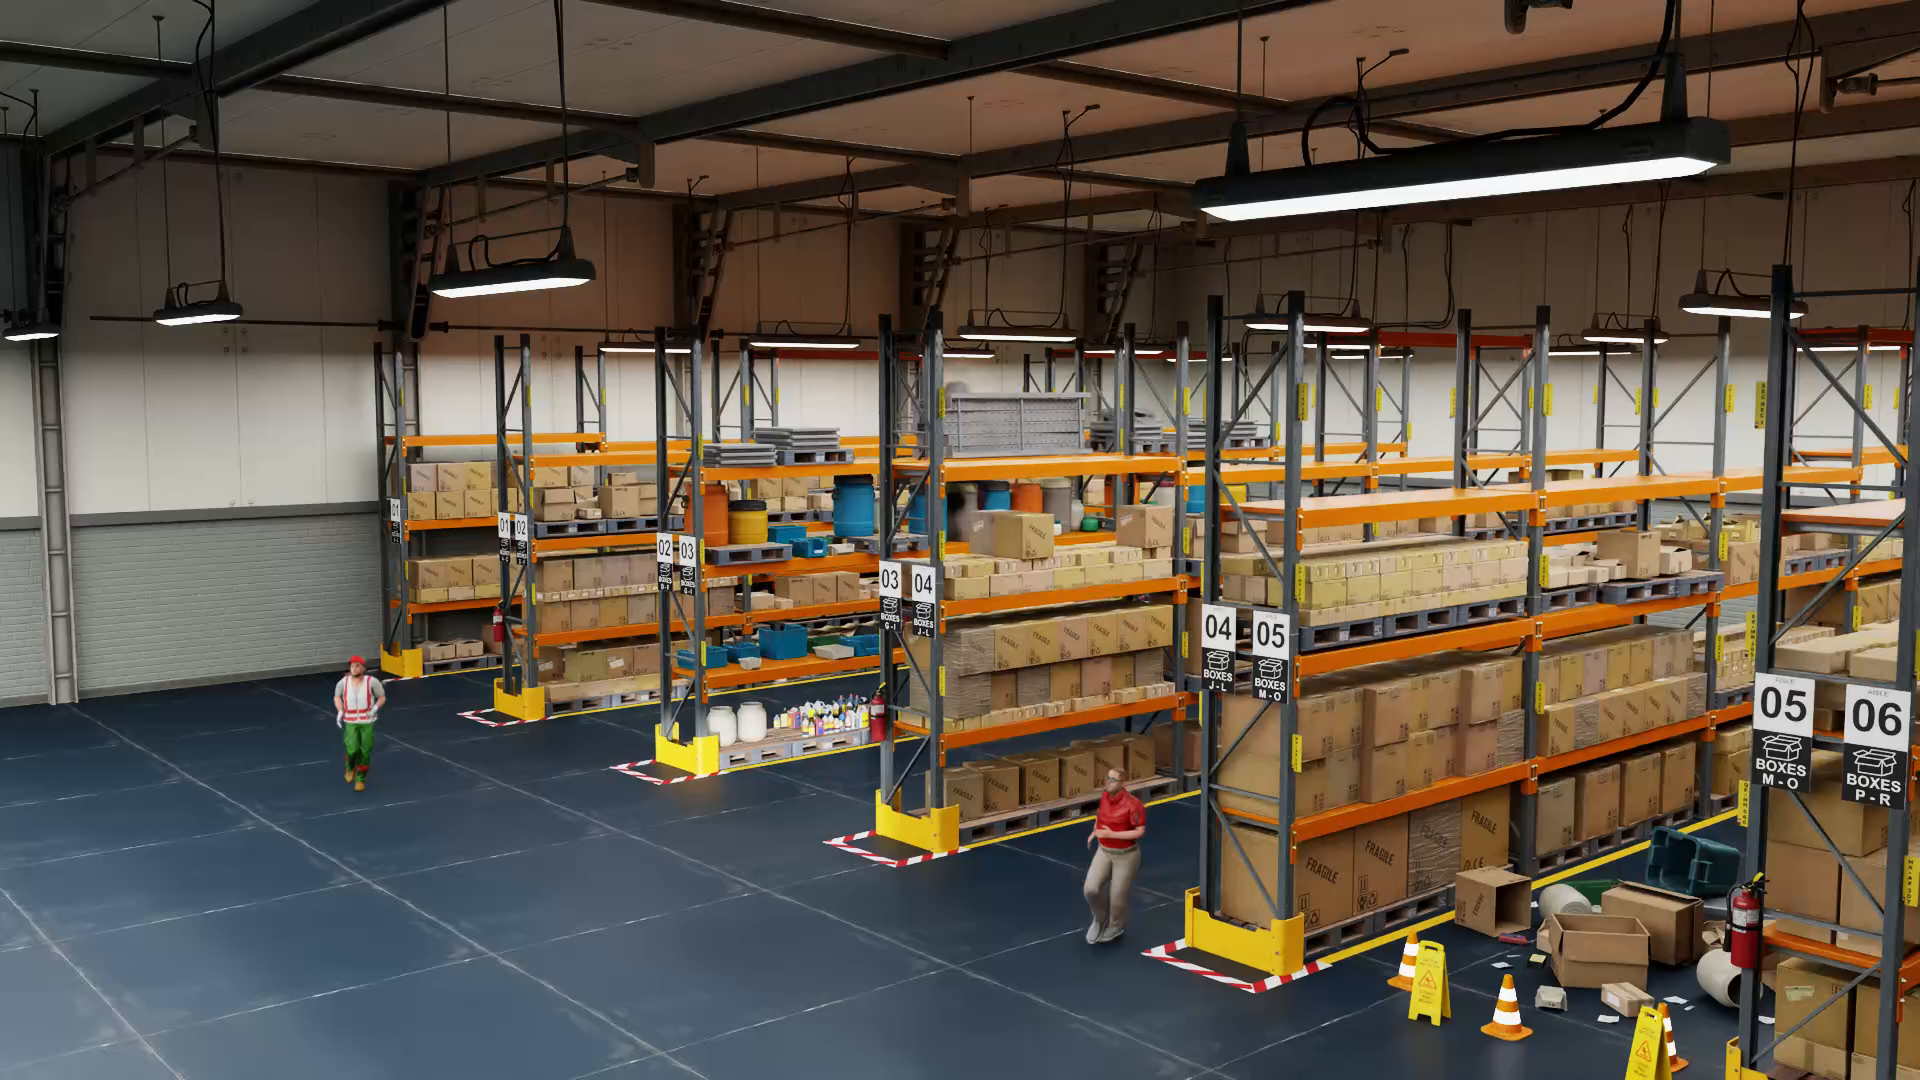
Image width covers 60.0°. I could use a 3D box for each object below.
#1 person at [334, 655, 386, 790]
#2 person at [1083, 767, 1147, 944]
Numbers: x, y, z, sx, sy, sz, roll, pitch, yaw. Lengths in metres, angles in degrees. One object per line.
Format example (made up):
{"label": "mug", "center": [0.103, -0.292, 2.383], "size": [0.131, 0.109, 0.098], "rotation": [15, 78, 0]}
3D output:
{"label": "person", "center": [-7.708, 2.350, 21.362], "size": [0.637, 1.749, 0.609], "rotation": [-1, 5, -15]}
{"label": "person", "center": [1.420, 2.925, 15.378], "size": [0.727, 1.685, 0.654], "rotation": [3, 6, 32]}
